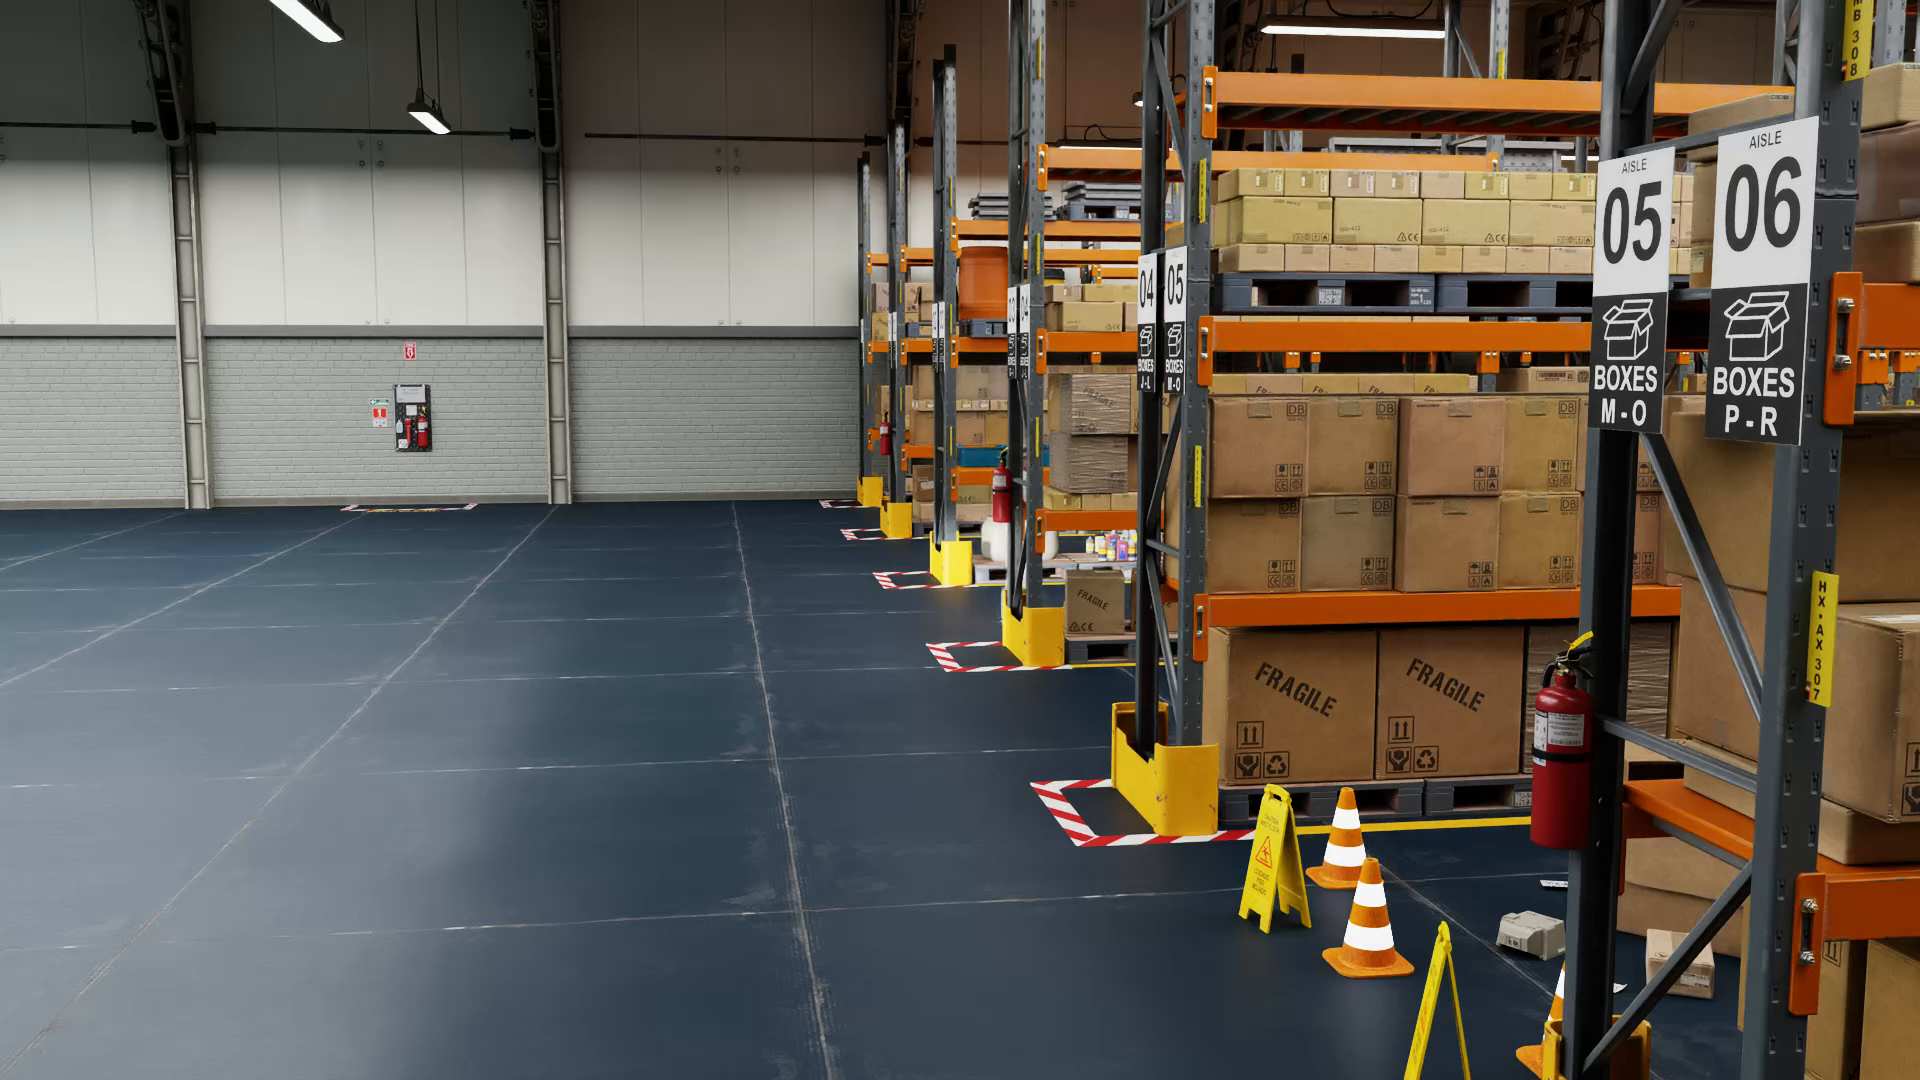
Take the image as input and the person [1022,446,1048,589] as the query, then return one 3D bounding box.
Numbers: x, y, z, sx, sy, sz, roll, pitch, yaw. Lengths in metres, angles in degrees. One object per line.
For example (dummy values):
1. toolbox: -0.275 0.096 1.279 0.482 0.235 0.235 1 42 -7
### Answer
1. person: 0.667 -0.040 15.973 0.394 1.768 0.525 2 7 13
